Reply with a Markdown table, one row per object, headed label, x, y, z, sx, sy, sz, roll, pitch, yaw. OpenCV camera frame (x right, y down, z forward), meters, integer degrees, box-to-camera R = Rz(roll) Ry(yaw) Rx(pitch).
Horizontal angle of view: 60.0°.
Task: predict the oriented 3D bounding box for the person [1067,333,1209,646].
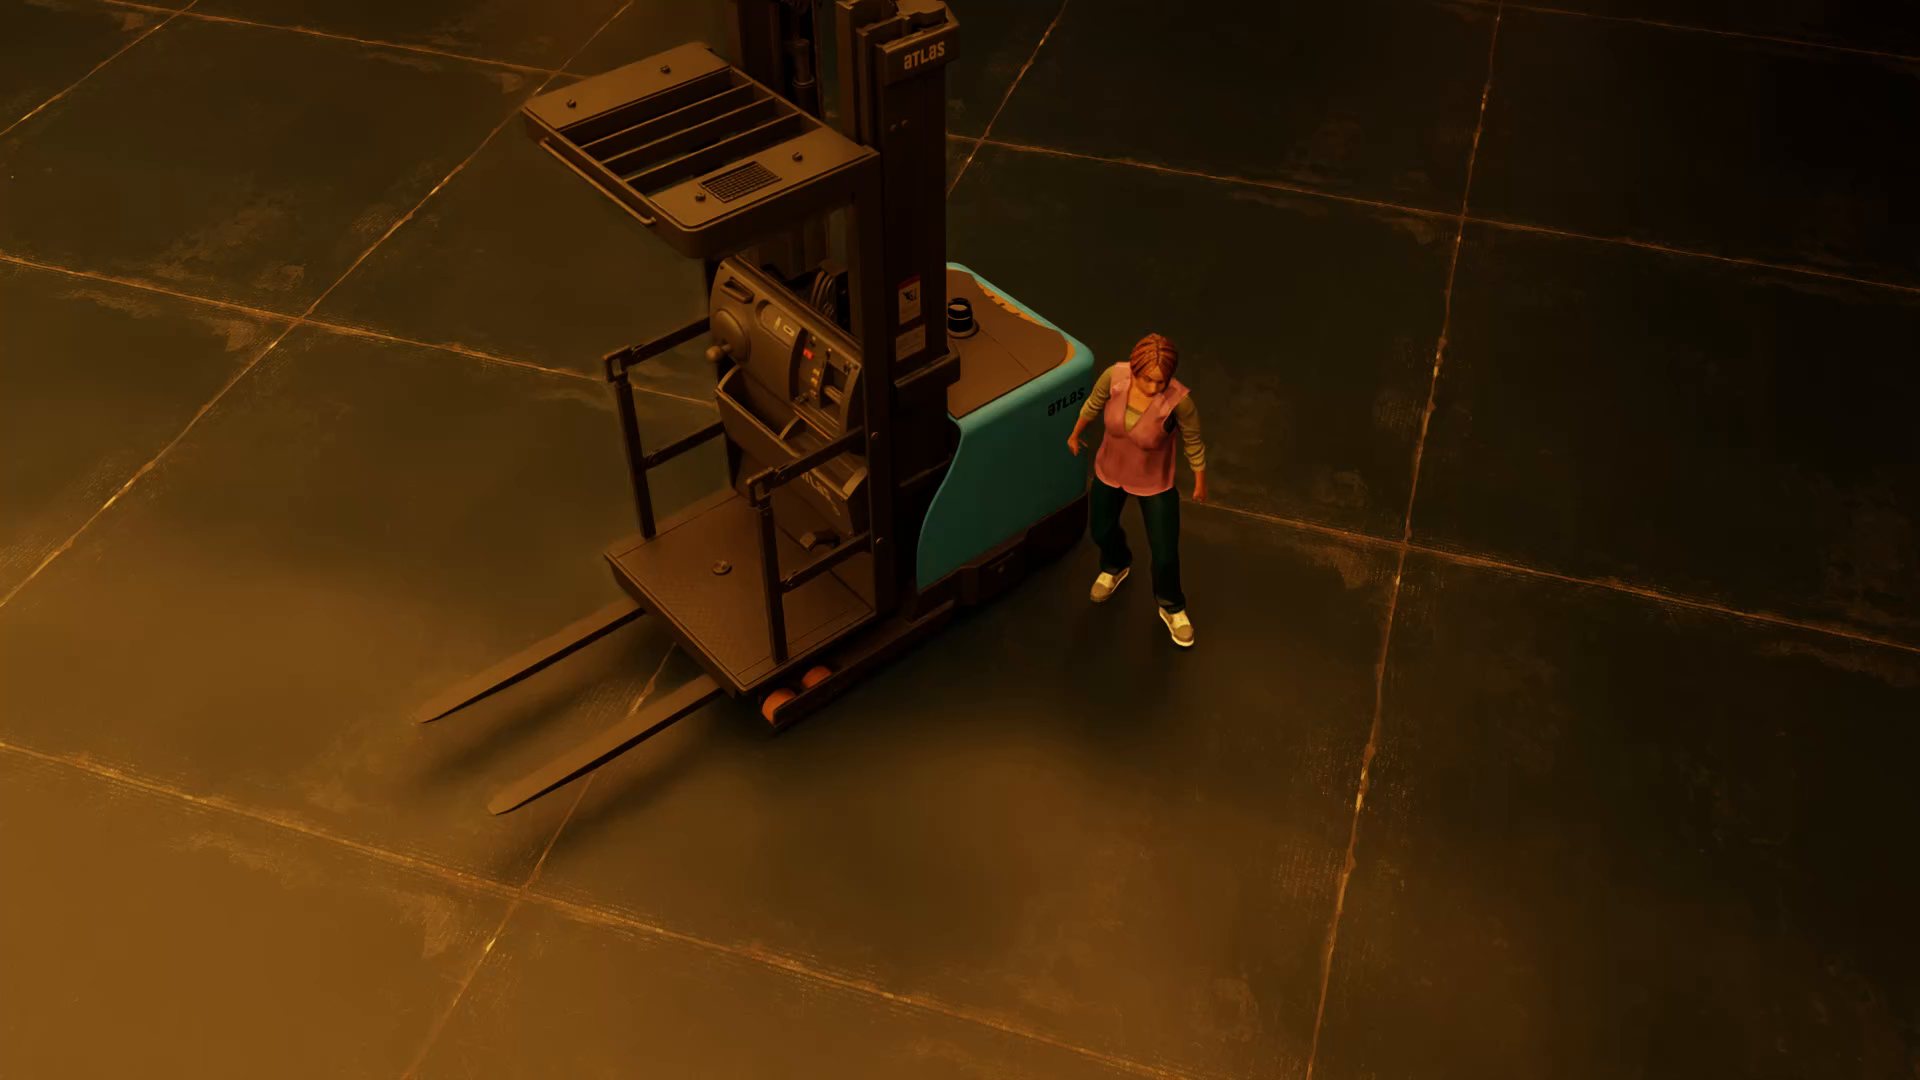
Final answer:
| label | x | y | z | sx | sy | sz | roll | pitch | yaw |
| --- | --- | --- | --- | --- | --- | --- | --- | --- | --- |
| person | 0.761 | -0.269 | 7.014 | 0.730 | 1.563 | 0.405 | 22 | 47 | 22 |

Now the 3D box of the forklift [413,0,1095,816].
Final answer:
| label | x | y | z | sx | sy | sz | roll | pitch | yaw |
| --- | --- | --- | --- | --- | --- | --- | --- | --- | --- |
| forklift | -0.853 | -0.694 | 6.435 | 3.031 | 2.935 | 1.130 | -30 | 51 | -28 |
